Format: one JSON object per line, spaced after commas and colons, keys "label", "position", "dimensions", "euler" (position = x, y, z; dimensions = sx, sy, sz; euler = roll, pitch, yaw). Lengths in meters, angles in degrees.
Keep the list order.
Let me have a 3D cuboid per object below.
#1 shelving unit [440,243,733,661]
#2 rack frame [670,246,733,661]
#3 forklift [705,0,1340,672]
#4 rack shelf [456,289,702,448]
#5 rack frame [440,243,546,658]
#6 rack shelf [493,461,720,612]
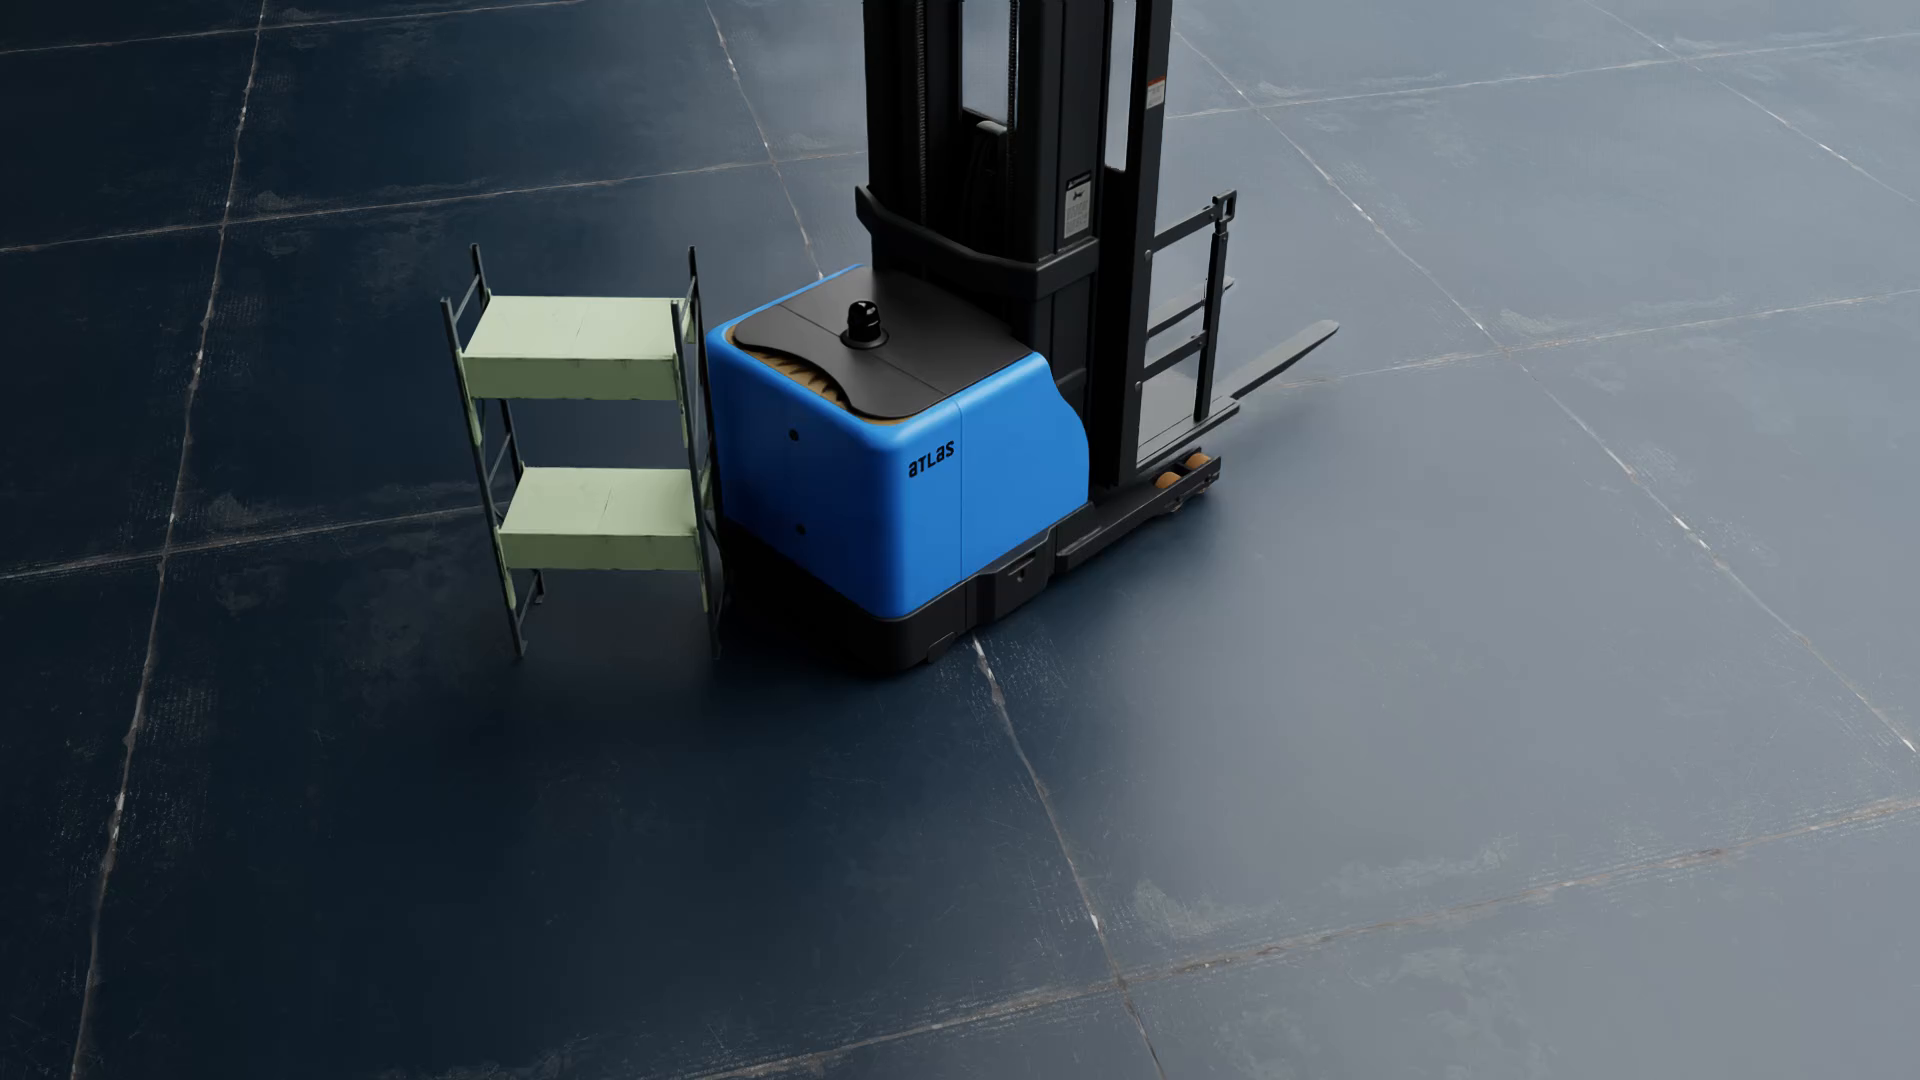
{"label": "shelving unit", "position": [-1.266, -0.274, 5.874], "dimensions": [0.755, 1.500, 0.431], "euler": [1, 37, 1]}
{"label": "rack frame", "position": [-0.900, -0.269, 5.868], "dimensions": [0.023, 1.500, 0.400], "euler": [1, 37, 1]}
{"label": "forklift", "position": [0.452, -1.478, 6.270], "dimensions": [3.031, 2.935, 1.130], "euler": [-31, 47, -34]}
{"label": "rack shelf", "position": [-1.266, -0.584, 5.637], "dimensions": [0.720, 0.370, 0.431], "euler": [1, 37, 1]}
{"label": "rack frame", "position": [-1.632, -0.279, 5.880], "dimensions": [0.023, 1.500, 0.400], "euler": [1, 37, 1]}
{"label": "rack shelf", "position": [-1.266, -0.015, 6.072], "dimensions": [0.720, 0.370, 0.431], "euler": [1, 37, 1]}
